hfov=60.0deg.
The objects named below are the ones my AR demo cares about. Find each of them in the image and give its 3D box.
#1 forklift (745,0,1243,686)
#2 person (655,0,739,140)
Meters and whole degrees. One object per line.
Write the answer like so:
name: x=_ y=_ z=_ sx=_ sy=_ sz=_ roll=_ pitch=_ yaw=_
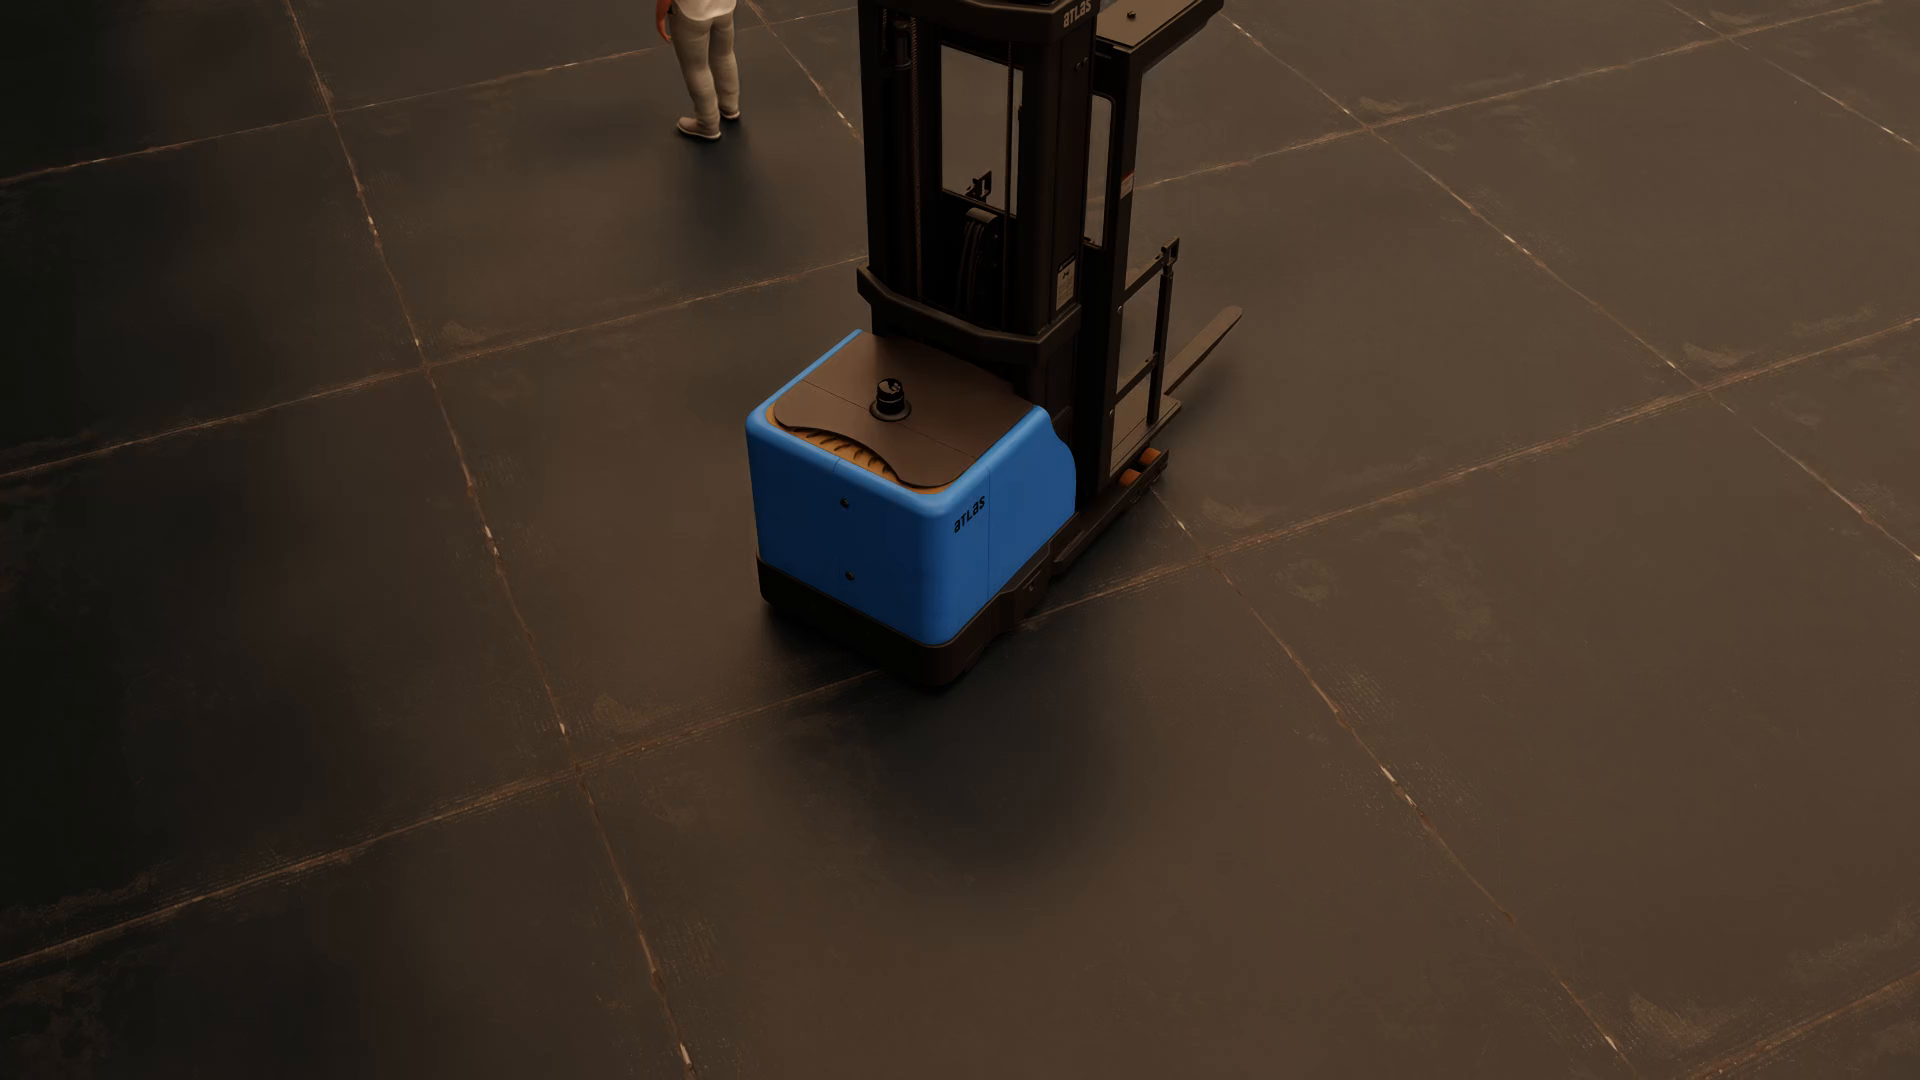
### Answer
forklift: x=0.359 y=-1.420 z=7.202 sx=1.130 sy=2.935 sz=3.031 roll=26 pitch=49 yaw=25
person: x=-1.614 y=-3.267 z=10.011 sx=0.575 sy=1.781 sz=0.639 roll=33 pitch=52 yaw=30
